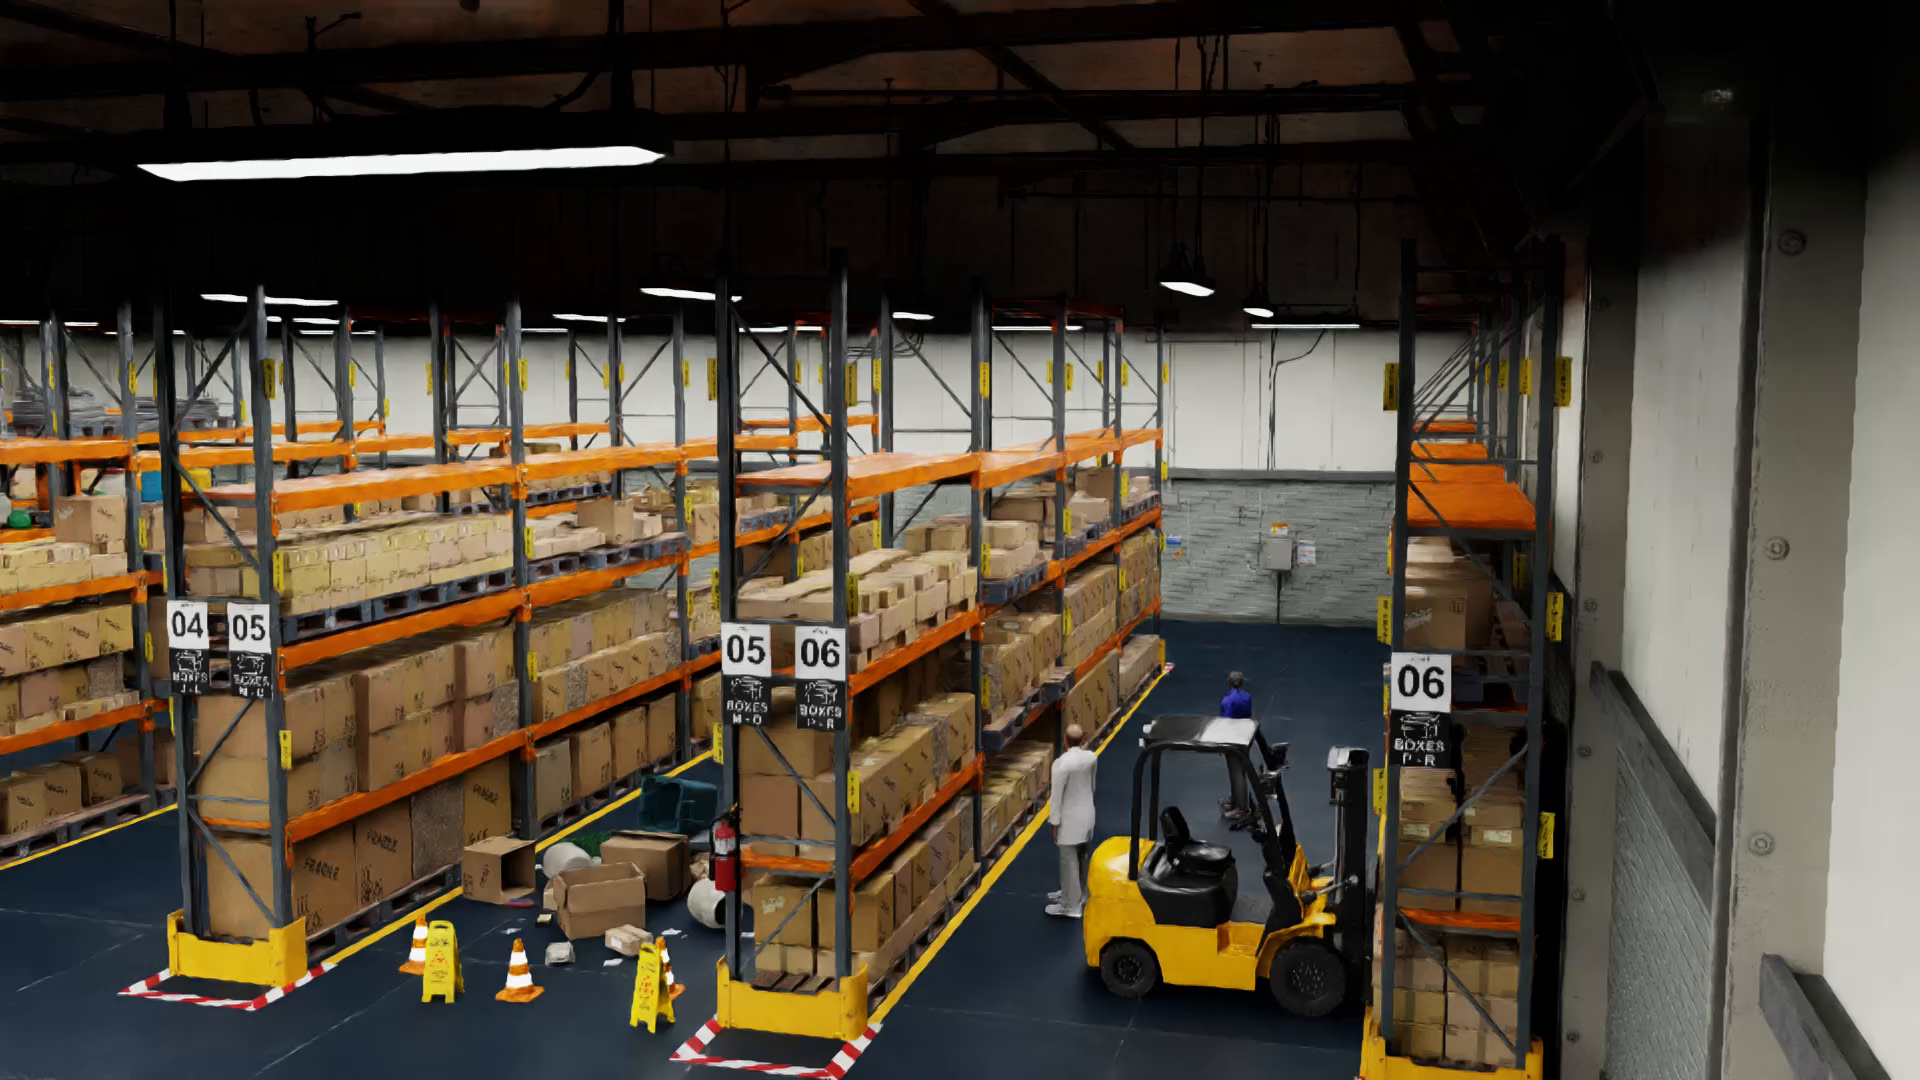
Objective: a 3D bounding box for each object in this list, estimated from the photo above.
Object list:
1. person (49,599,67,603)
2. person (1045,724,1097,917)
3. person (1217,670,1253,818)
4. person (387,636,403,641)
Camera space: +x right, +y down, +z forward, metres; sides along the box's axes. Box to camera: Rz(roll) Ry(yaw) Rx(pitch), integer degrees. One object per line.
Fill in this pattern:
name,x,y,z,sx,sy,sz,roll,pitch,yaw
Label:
person,-15.147,1.354,27.909,0.577,1.733,1.042,2,6,14
person,1.017,2.611,15.682,0.636,1.782,0.550,-6,8,-43
person,3.147,2.311,19.119,0.551,1.653,0.573,6,8,43
person,-7.286,2.031,21.653,0.682,1.715,0.536,1,6,14
